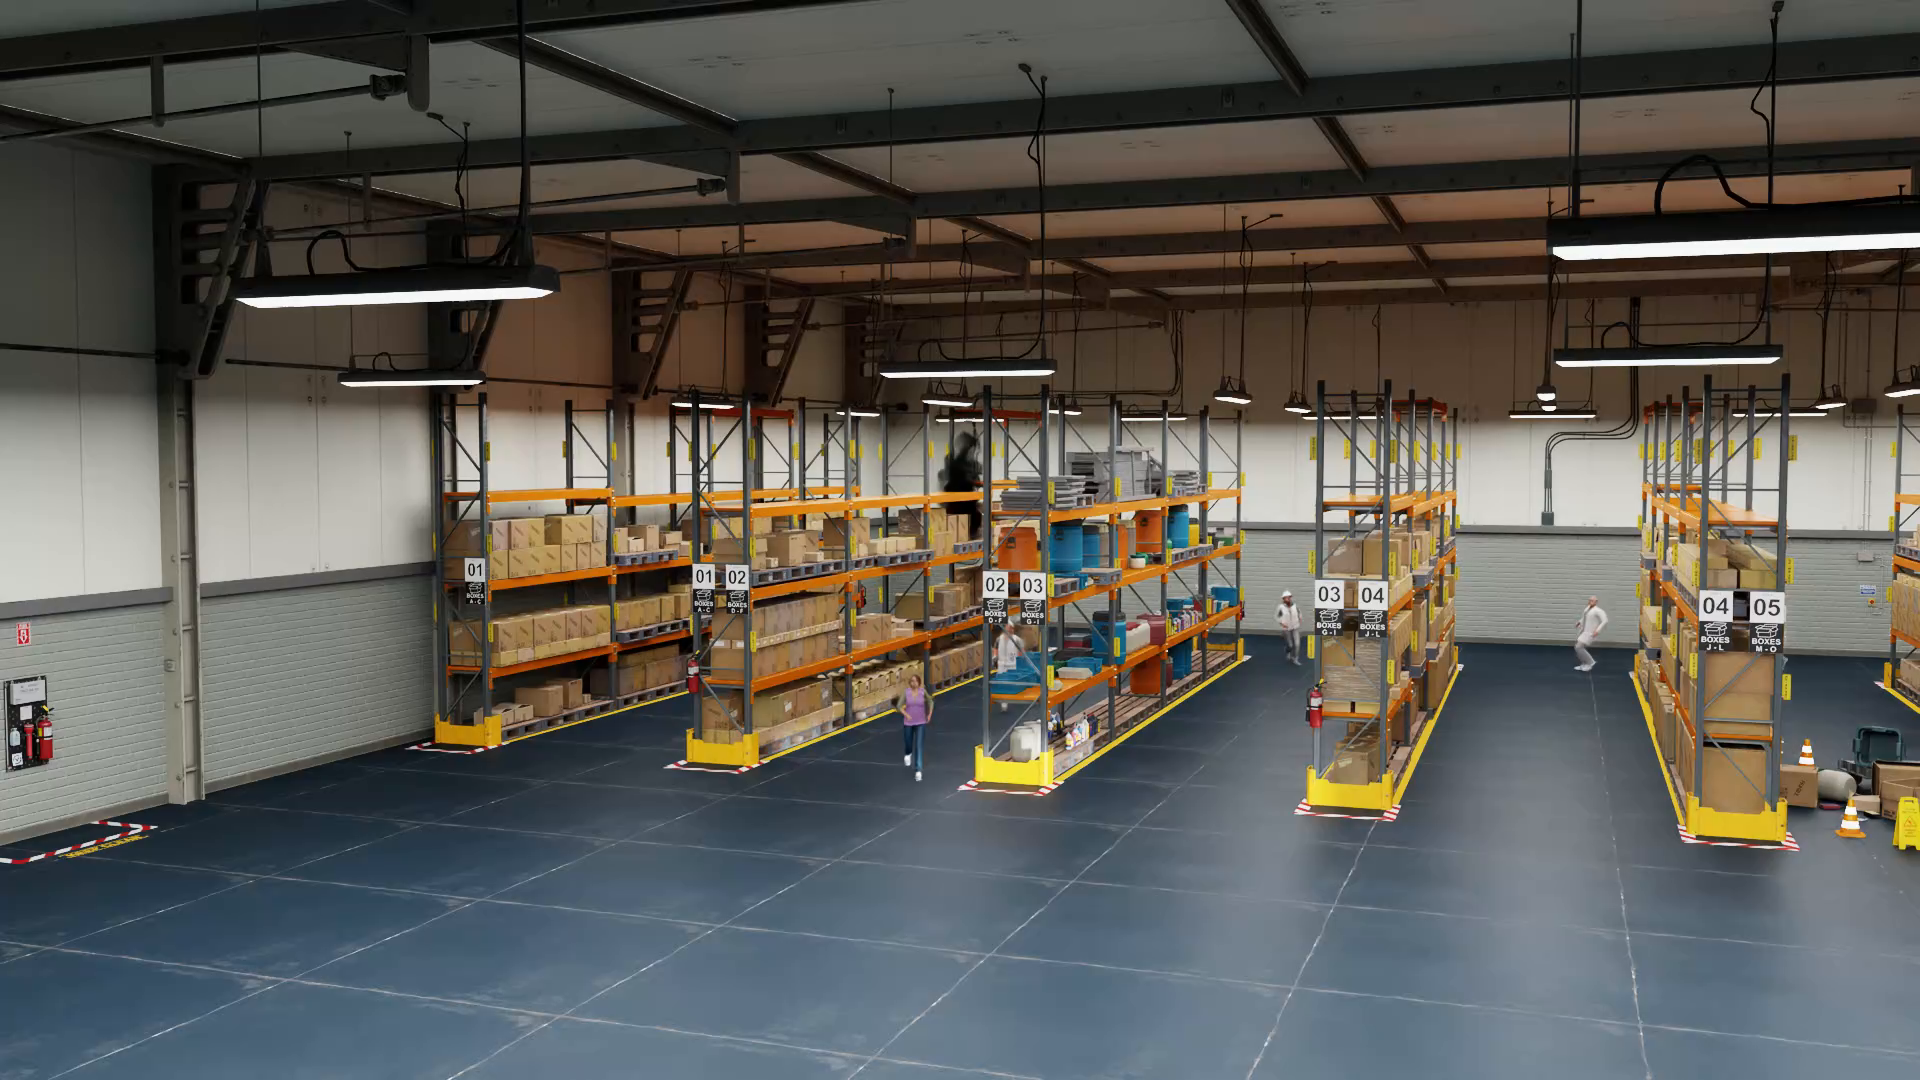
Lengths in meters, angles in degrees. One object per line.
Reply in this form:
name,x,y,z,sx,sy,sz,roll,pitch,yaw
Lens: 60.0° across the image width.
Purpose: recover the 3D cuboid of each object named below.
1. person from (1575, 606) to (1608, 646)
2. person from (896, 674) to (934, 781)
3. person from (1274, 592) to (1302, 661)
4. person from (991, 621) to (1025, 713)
person,14.341,1.948,37.903,0.583,0.945,0.732,0,3,-2
person,-0.690,2.852,25.639,0.588,1.595,0.838,0,3,-3
person,7.741,2.033,39.194,0.689,1.647,0.532,-1,3,-10
person,0.930,2.426,31.986,0.631,1.750,0.801,1,3,17
